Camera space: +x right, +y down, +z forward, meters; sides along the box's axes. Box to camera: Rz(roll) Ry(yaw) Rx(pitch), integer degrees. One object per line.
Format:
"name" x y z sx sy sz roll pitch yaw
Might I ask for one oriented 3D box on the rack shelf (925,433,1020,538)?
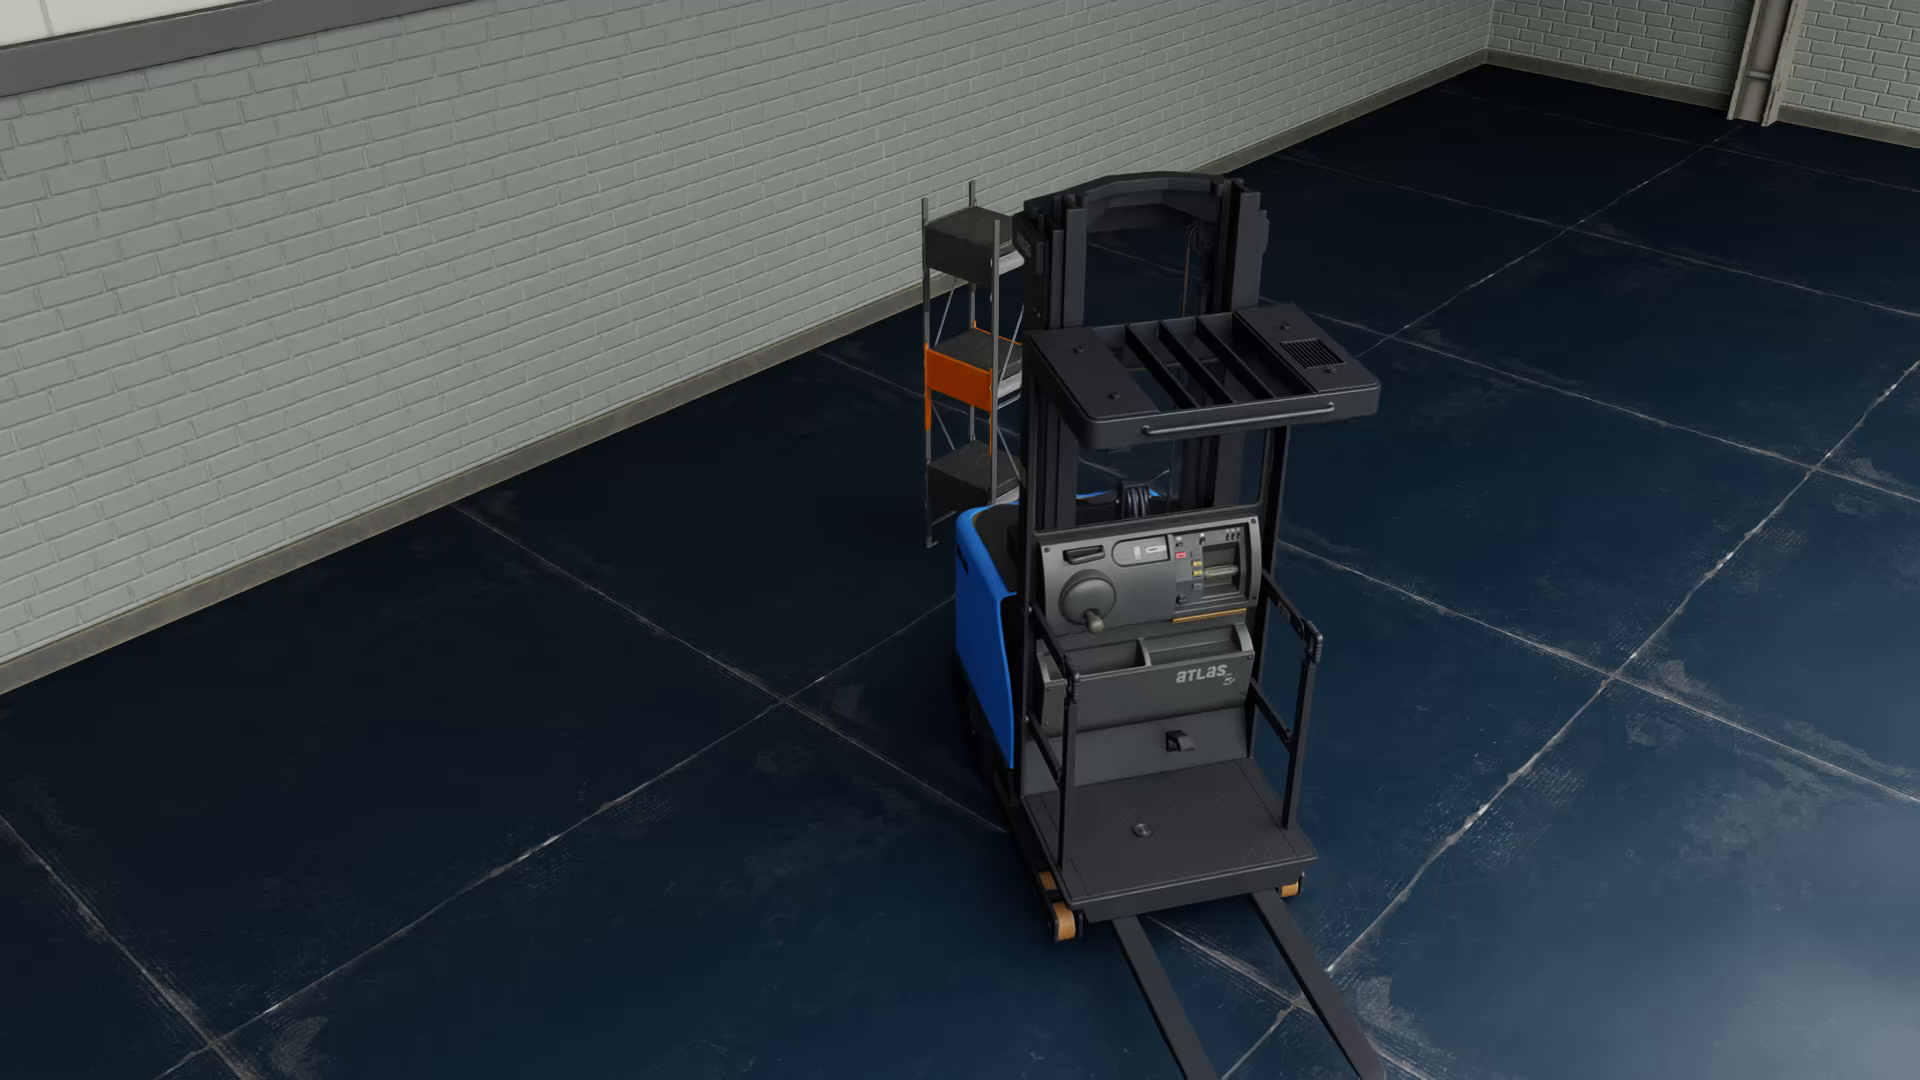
"rack shelf" 0.123 -0.231 9.426 0.480 0.518 0.431 25 39 35

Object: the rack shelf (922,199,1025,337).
"rack shelf" 0.123 -1.430 8.704 0.480 0.518 0.431 25 39 35

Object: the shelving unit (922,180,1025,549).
"shelving unit" 0.123 -0.842 9.058 0.503 2.100 0.431 25 39 35

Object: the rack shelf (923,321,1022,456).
"rack shelf" 0.123 -0.831 9.065 0.480 0.518 0.431 25 39 35

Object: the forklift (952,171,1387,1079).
"forklift" 0.833 0.189 6.539 1.130 2.935 3.031 -8 32 -13

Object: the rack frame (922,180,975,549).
"rack frame" -0.058 -0.927 9.198 0.015 2.100 0.400 25 39 35

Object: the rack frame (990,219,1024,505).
"rack frame" 0.304 -0.758 8.917 0.015 2.100 0.400 25 39 35

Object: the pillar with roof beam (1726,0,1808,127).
"pillar with roof beam" 5.073 -6.441 11.669 0.400 9.000 9.100 25 39 35
